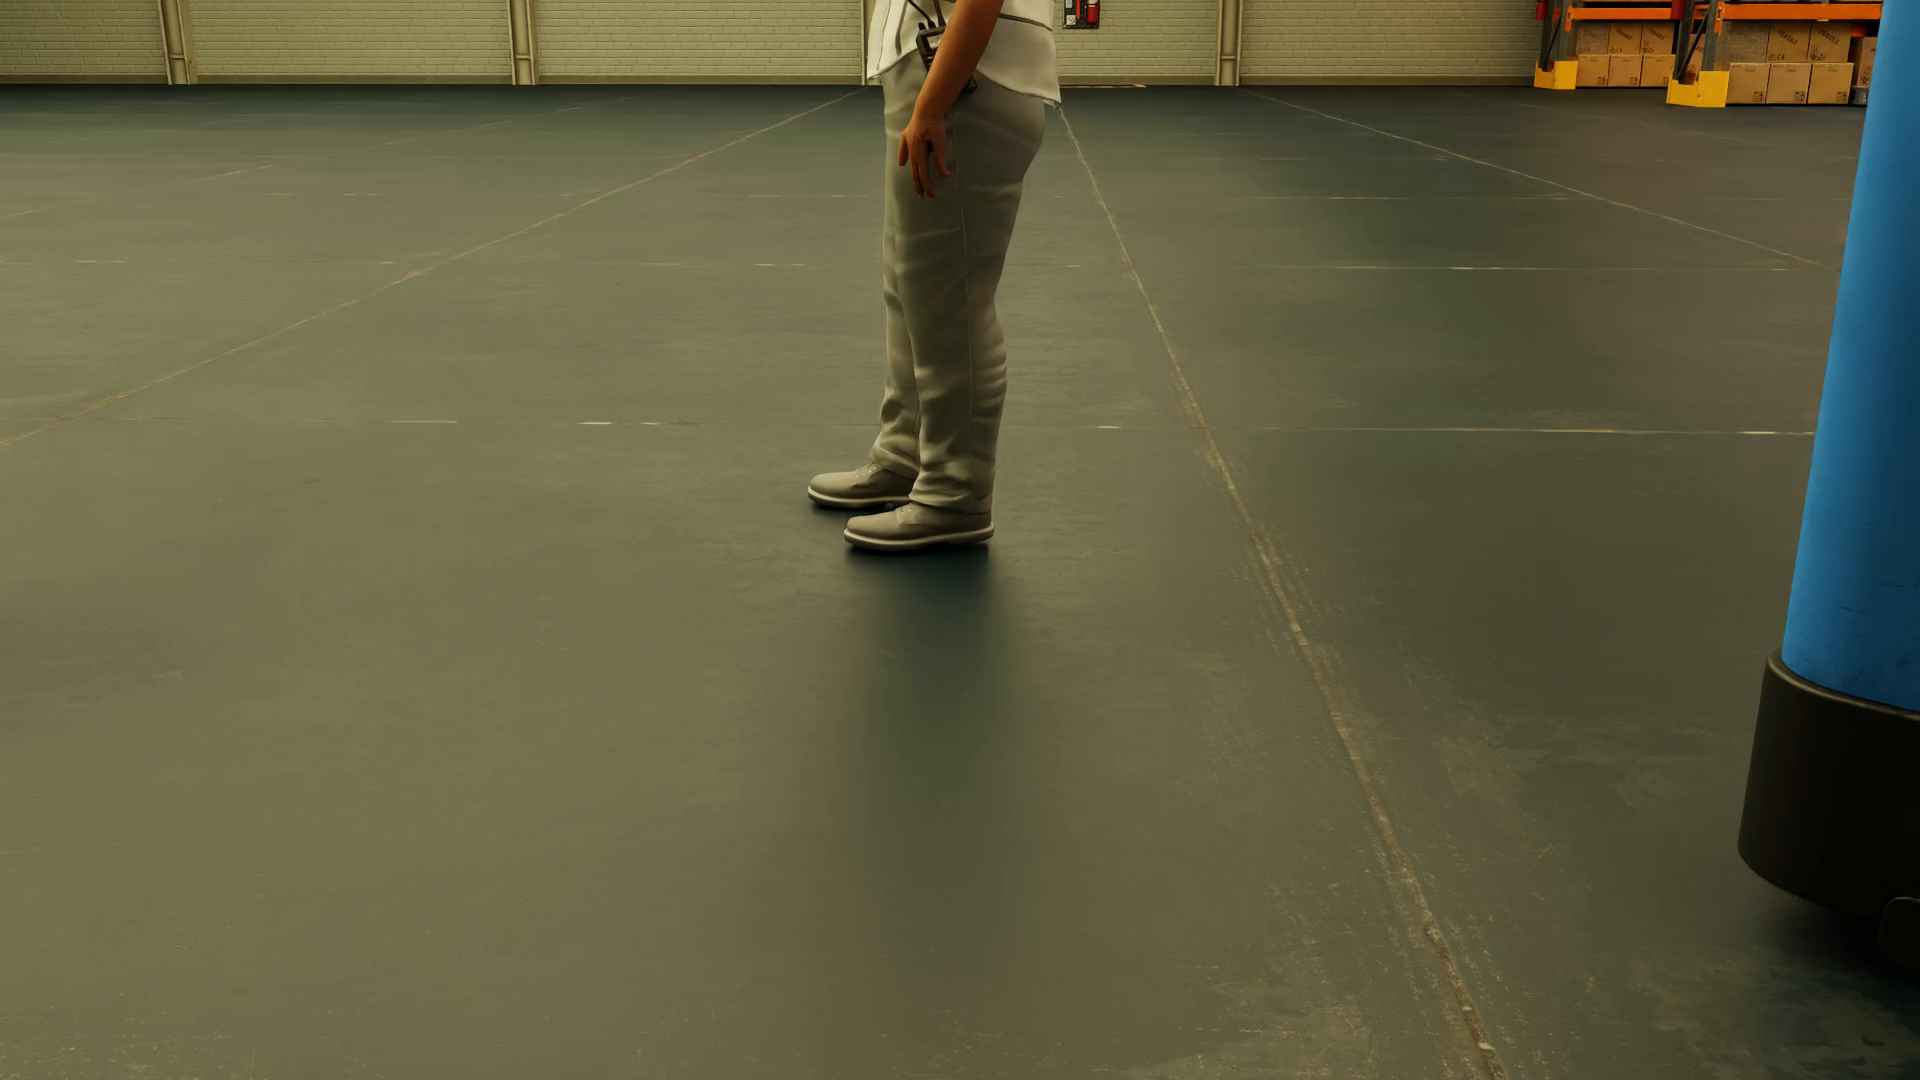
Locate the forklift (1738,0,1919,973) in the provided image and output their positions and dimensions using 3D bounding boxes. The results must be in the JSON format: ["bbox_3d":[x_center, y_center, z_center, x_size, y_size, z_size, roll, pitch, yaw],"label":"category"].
[{"bbox_3d":[2.315,-0.753,0.854,3.031,2.935,1.130,16,23,42],"label":"forklift"}]

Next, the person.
[{"bbox_3d":[-0.076,-0.811,3.146,0.529,1.670,0.598,1,17,2],"label":"person"}]
